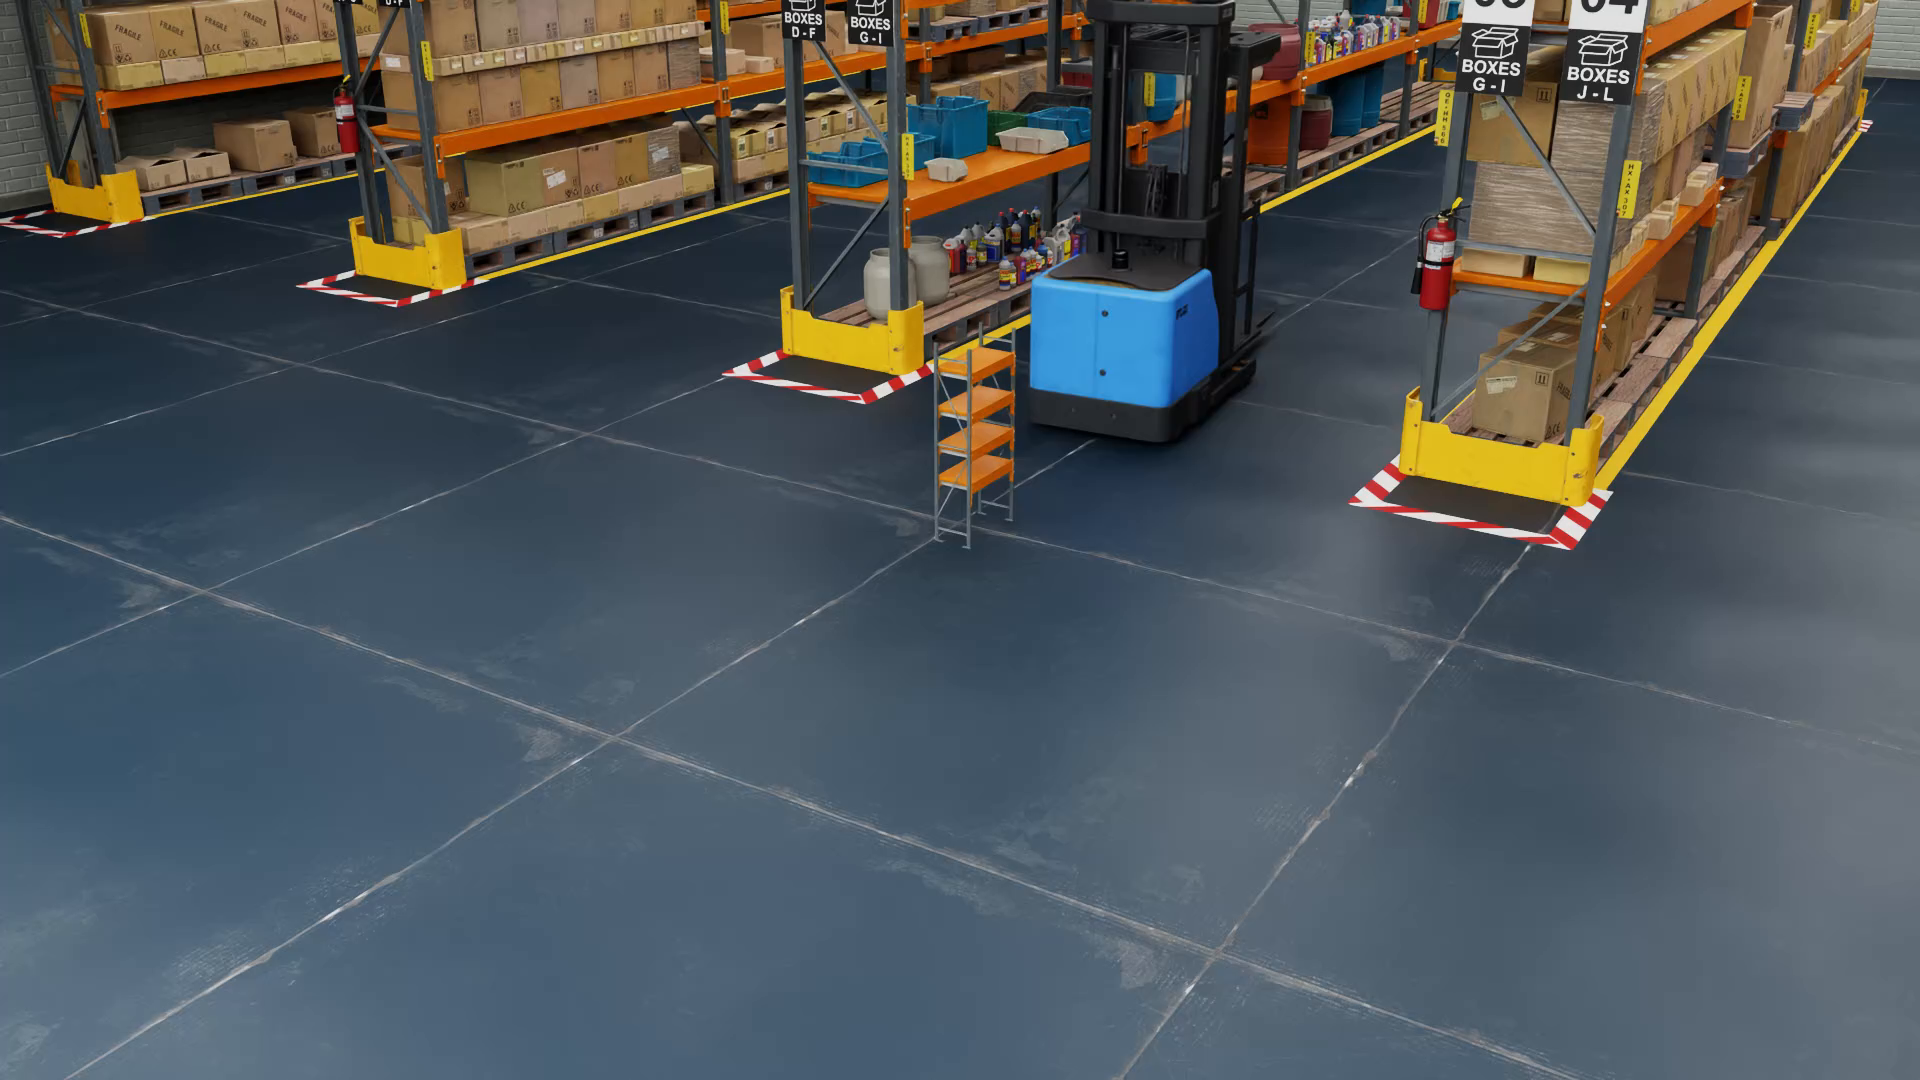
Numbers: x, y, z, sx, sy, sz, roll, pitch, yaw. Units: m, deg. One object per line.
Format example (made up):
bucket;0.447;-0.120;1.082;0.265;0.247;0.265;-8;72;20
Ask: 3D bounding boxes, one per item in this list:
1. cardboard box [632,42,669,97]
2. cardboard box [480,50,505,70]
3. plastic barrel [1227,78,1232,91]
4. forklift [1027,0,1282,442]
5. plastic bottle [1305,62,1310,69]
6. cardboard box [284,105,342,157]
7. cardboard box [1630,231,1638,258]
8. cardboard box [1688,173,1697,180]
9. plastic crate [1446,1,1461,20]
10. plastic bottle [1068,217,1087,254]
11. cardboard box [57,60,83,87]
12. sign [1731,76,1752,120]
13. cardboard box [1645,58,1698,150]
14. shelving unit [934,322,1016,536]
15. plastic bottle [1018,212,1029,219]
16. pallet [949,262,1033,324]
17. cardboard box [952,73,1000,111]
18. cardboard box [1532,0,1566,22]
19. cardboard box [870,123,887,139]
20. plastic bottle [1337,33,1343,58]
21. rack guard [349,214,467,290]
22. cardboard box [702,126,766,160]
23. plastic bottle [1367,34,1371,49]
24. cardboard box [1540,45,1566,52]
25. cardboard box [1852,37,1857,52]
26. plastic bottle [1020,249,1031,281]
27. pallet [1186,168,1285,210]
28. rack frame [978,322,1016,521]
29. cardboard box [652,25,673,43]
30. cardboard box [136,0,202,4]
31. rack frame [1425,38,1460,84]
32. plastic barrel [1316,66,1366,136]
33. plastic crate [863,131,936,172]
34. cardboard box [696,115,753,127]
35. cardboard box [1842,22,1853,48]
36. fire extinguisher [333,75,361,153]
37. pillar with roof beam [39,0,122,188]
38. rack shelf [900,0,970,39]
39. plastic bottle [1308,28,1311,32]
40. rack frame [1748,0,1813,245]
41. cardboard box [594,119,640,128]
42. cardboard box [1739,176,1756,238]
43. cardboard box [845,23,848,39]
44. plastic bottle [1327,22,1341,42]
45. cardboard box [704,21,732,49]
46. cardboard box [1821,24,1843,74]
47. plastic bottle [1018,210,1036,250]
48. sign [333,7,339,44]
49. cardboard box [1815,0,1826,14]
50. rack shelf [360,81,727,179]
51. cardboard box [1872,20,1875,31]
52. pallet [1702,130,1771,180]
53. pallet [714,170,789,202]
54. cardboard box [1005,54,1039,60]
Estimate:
cardboard box;-3.440;-4.868;17.093;0.700;0.500;0.500;14;27;28
cardboard box;-4.389;-4.407;15.211;0.380;0.149;0.250;14;27;29
plastic barrel;2.574;-4.846;16.997;0.433;0.535;0.433;0;23;0
forklift;10.076;-1.356;9.192;18.991;2.935;5.386;11;26;25
plastic bottle;3.881;-5.484;18.799;0.152;0.276;0.135;14;27;29
cardboard box;-7.662;-4.885;19.852;0.500;0.500;0.500;12;26;25
cardboard box;4.125;-1.906;10.694;0.380;0.149;0.250;14;27;29
cardboard box;5.289;-2.671;12.461;0.380;0.149;0.250;14;27;29
plastic crate;6.732;-7.367;23.127;0.416;0.233;0.300;14;27;29
plastic bottle;1.072;-2.757;15.123;0.144;0.351;0.185;12;26;26
cardboard box;-9.177;-4.978;17.637;0.500;0.250;0.500;14;27;30
sign;5.941;-3.361;12.649;0.100;0.325;0.005;14;27;29
cardboard box;4.419;-2.831;10.755;0.500;0.500;0.500;14;27;29
shelving unit;0.088;-0.607;9.642;0.258;1.200;0.499;14;27;29
plastic bottle;0.580;-2.934;15.627;0.152;0.276;0.135;15;28;31
pallet;0.235;-2.202;14.571;1.003;0.211;1.213;14;27;29
cardboard box;0.195;-5.997;22.420;0.500;0.500;0.500;13;27;28
cardboard box;3.404;-3.249;9.892;0.500;0.250;0.500;15;27;30
cardboard box;-1.168;-5.030;20.525;0.500;0.250;0.500;14;27;28
plastic bottle;4.452;-5.828;19.598;0.097;0.271;0.097;0;23;0
rack guard;-5.061;-2.647;15.235;1.175;0.500;0.348;14;27;29
cardboard box;-2.509;-4.428;18.429;0.500;0.311;0.500;14;27;29
plastic bottle;4.987;-6.137;20.401;0.097;0.201;0.097;0;23;0
cardboard box;4.241;-3.109;11.397;0.500;0.500;0.500;14;27;29
cardboard box;10.683;-6.043;20.250;0.380;0.149;0.250;13;27;28
plastic bottle;0.560;-2.375;14.341;0.097;0.271;0.097;0;23;0
pallet;2.936;-3.930;18.563;1.003;0.211;1.213;14;27;29
rack frame;0.216;-0.689;9.831;0.240;1.200;0.015;14;27;29
cardboard box;-3.168;-5.187;17.014;0.380;0.149;0.250;13;27;27
cardboard box;-8.648;-5.670;18.293;0.500;0.500;0.500;13;27;28
rack frame;7.598;-8.163;24.831;1.000;3.000;0.127;14;27;29
plastic barrel;4.813;-5.624;21.078;0.600;0.901;0.708;14;27;29
plastic crate;-0.485;-3.144;13.425;0.499;0.251;0.408;14;27;29
cardboard box;-2.699;-4.714;19.091;0.500;0.311;0.500;15;27;30
cardboard box;10.166;-5.947;19.525;0.500;0.250;0.500;13;27;28
fire extinguisher;-5.505;-3.824;14.905;0.296;0.674;0.183;14;27;29
pillar with roof beam;-5.967;-7.108;14.841;9.100;9.000;0.400;14;27;29
rack shelf;0.213;-4.484;13.463;1.077;0.370;4.000;14;27;29
plastic bottle;4.244;-6.158;20.360;0.097;0.271;0.097;0;23;0
rack frame;7.585;-4.425;16.196;1.000;3.000;0.127;14;27;29
cardboard box;-3.706;-4.166;17.586;0.500;0.500;0.500;14;27;29
cardboard box;7.249;-3.250;16.073;0.700;0.500;0.500;12;26;26
cardboard box;-1.465;-6.200;20.409;0.500;0.311;0.500;14;27;28
plastic bottle;4.499;-6.026;19.957;0.144;0.351;0.185;14;27;29
cardboard box;-3.628;-7.548;25.588;0.750;0.750;0.750;15;27;31
cardboard box;9.414;-5.440;18.416;0.500;0.500;0.500;15;27;31
plastic bottle;0.612;-2.884;15.416;0.144;0.351;0.185;14;27;29
sign;-5.502;-4.561;14.754;0.100;0.325;0.005;14;27;29
cardboard box;8.679;-5.622;17.572;0.797;0.503;0.637;15;27;31
rack shelf;-3.993;-4.147;16.460;1.077;0.370;4.000;14;27;29
cardboard box;11.897;-6.821;22.046;0.380;0.149;0.250;14;27;30
pallet;6.002;-3.214;13.641;1.003;0.211;1.213;14;27;29
pallet;-2.583;-4.130;19.023;1.003;0.211;1.213;14;27;29
cardboard box;0.819;-6.795;24.263;0.500;0.500;0.500;13;26;27
